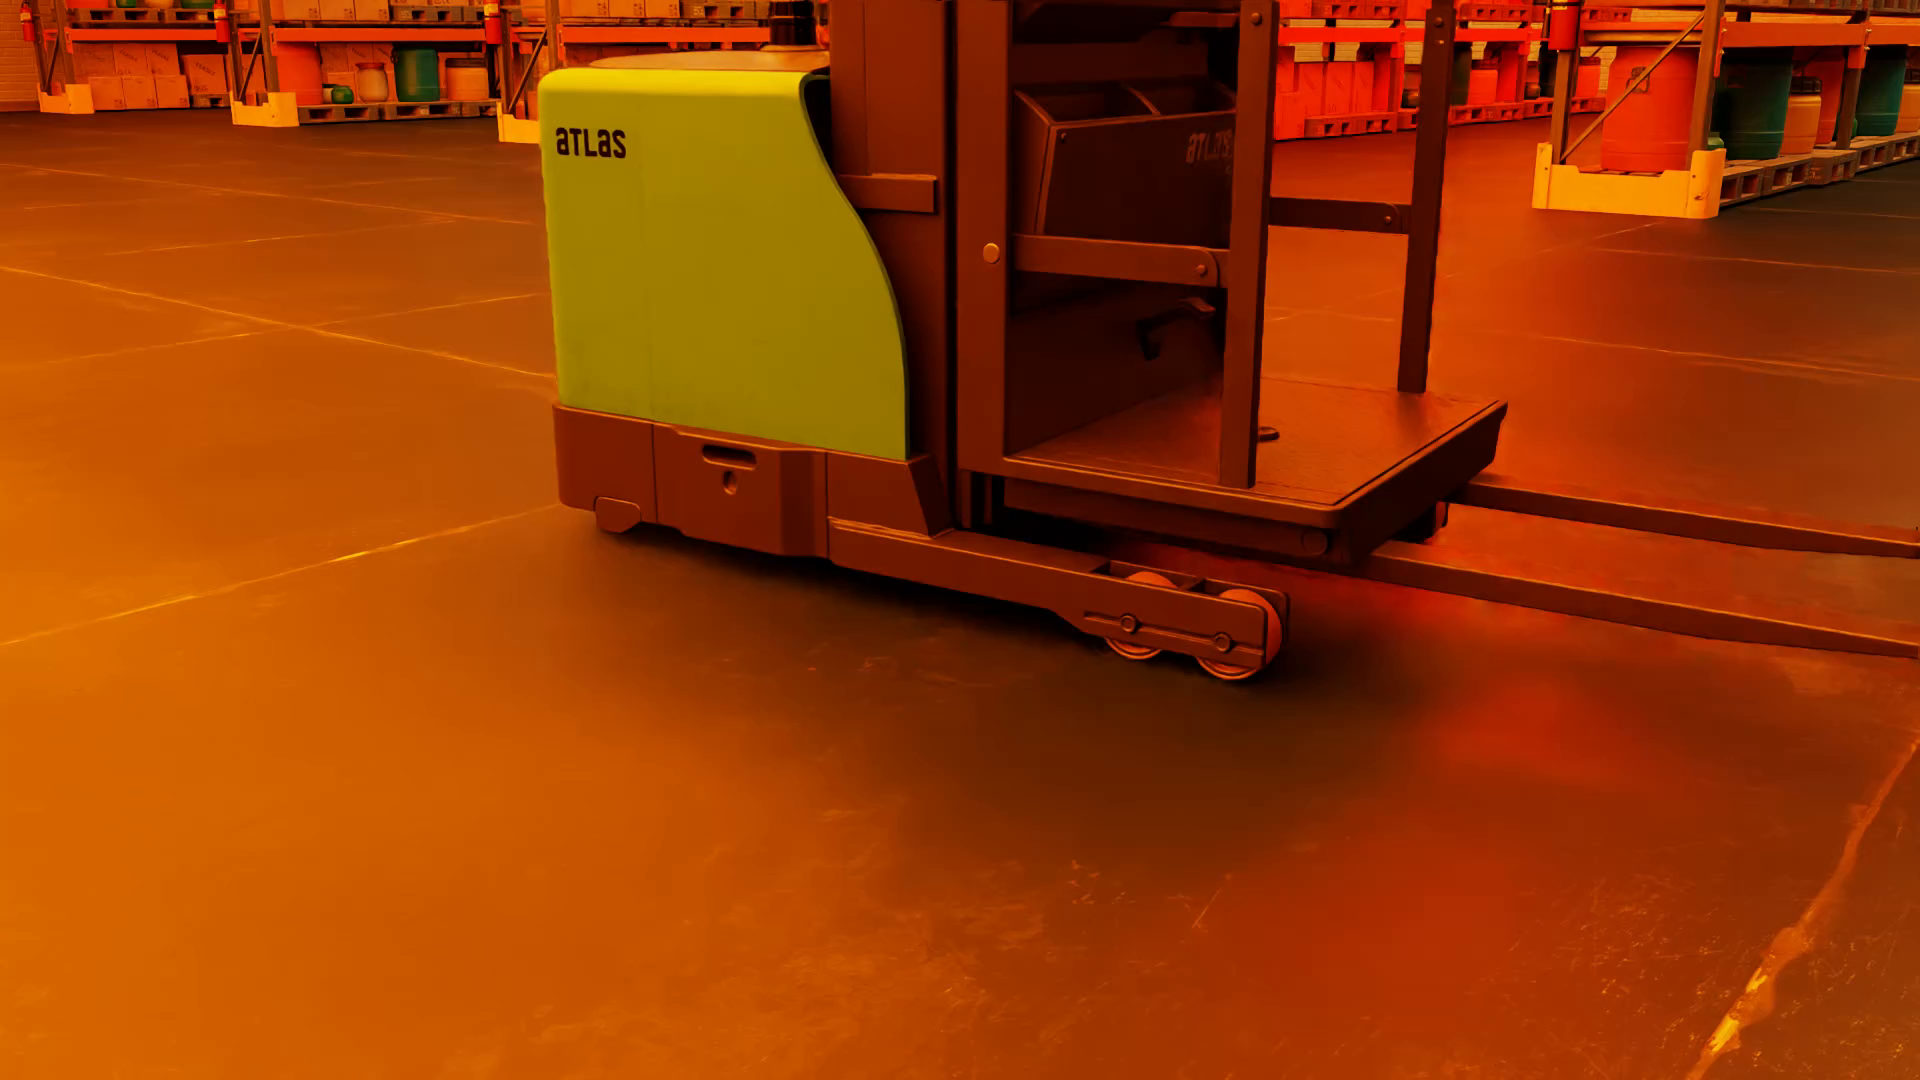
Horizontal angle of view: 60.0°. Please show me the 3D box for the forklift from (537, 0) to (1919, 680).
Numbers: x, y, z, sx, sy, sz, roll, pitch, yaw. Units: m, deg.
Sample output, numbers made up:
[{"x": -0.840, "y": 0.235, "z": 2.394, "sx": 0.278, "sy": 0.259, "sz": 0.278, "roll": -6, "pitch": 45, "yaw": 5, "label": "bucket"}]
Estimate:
[{"x": 0.546, "y": -1.318, "z": 3.239, "sx": 3.031, "sy": 2.935, "sz": 1.130, "roll": 11, "pitch": 20, "yaw": 31, "label": "forklift"}]
